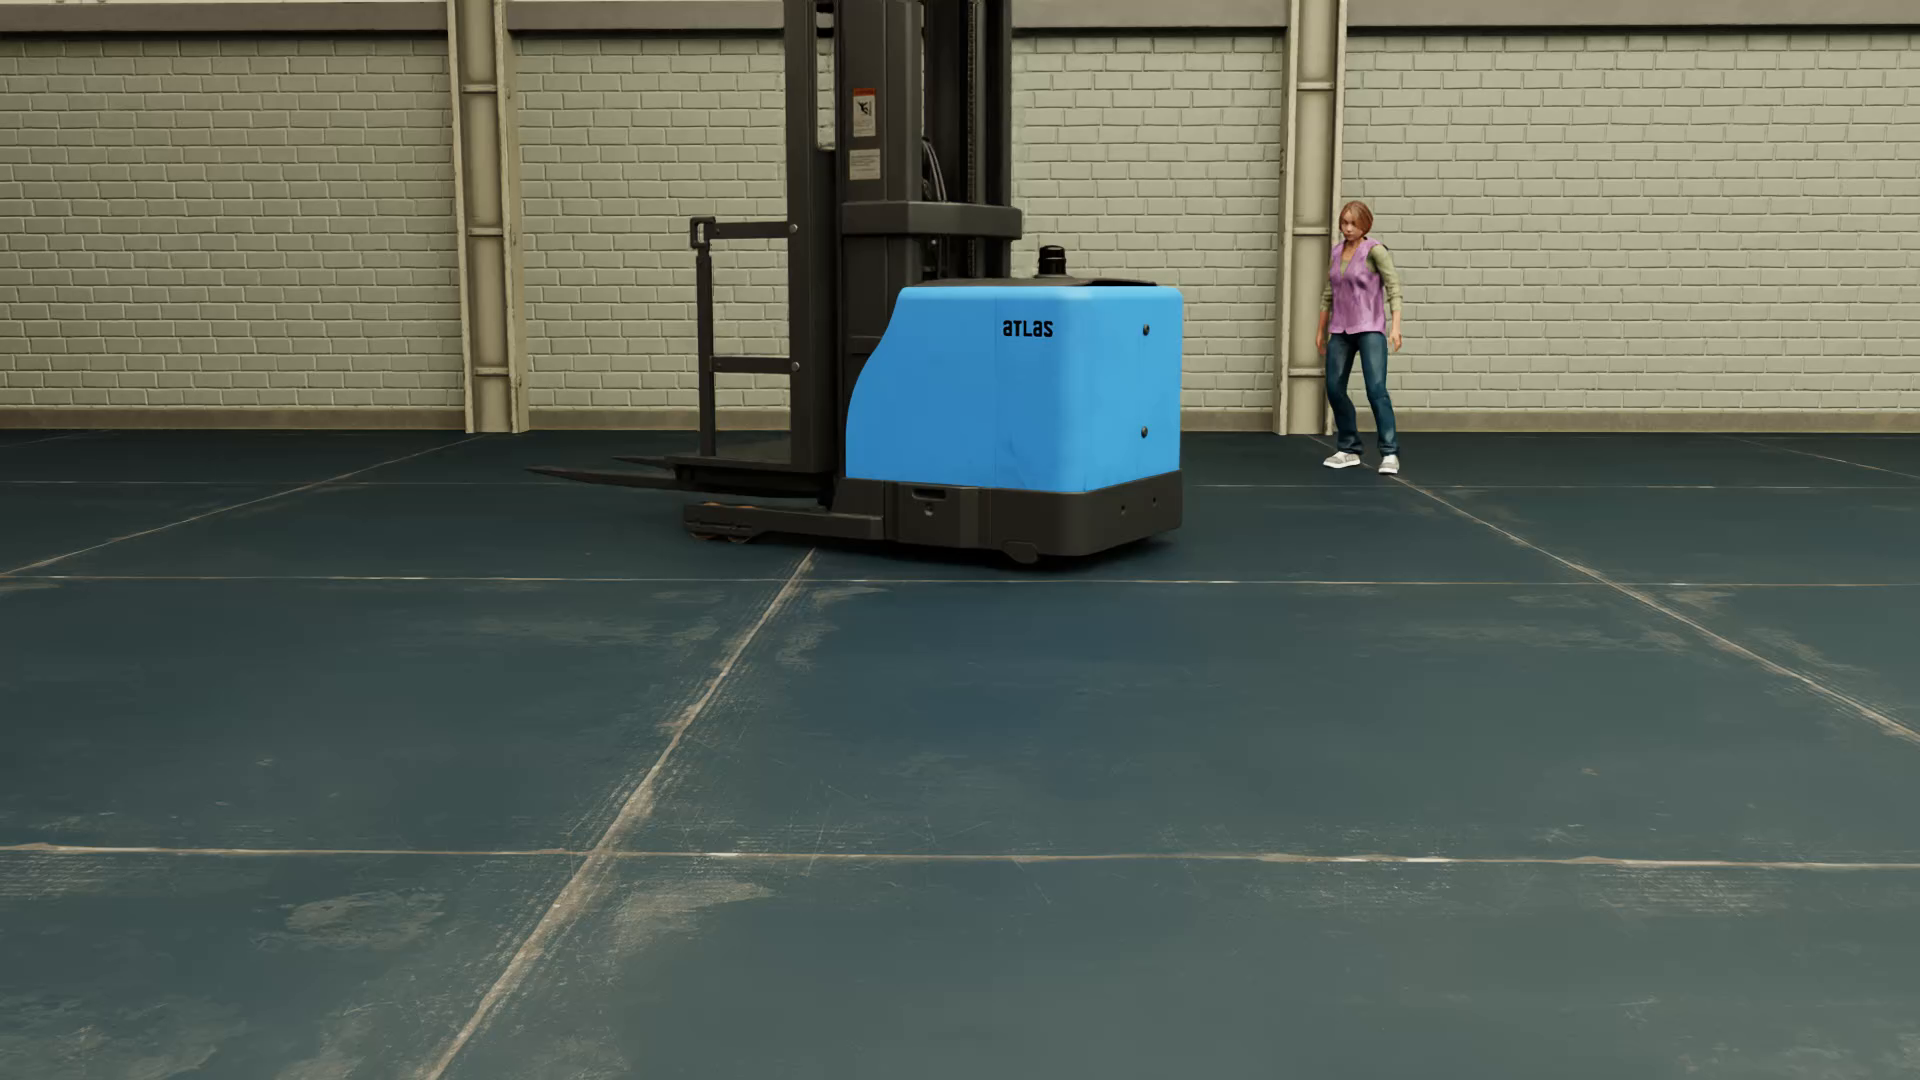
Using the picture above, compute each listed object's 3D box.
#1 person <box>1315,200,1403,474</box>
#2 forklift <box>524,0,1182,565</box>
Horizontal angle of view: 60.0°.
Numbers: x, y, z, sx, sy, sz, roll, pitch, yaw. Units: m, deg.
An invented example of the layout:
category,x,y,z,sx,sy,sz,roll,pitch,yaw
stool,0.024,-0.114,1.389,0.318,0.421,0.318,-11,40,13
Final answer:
category,x,y,z,sx,sy,sz,roll,pitch,yaw
person,2.355,-1.200,9.802,0.344,1.571,0.680,-8,12,-42
forklift,-0.593,-1.494,7.204,3.031,2.935,1.130,5,10,30
